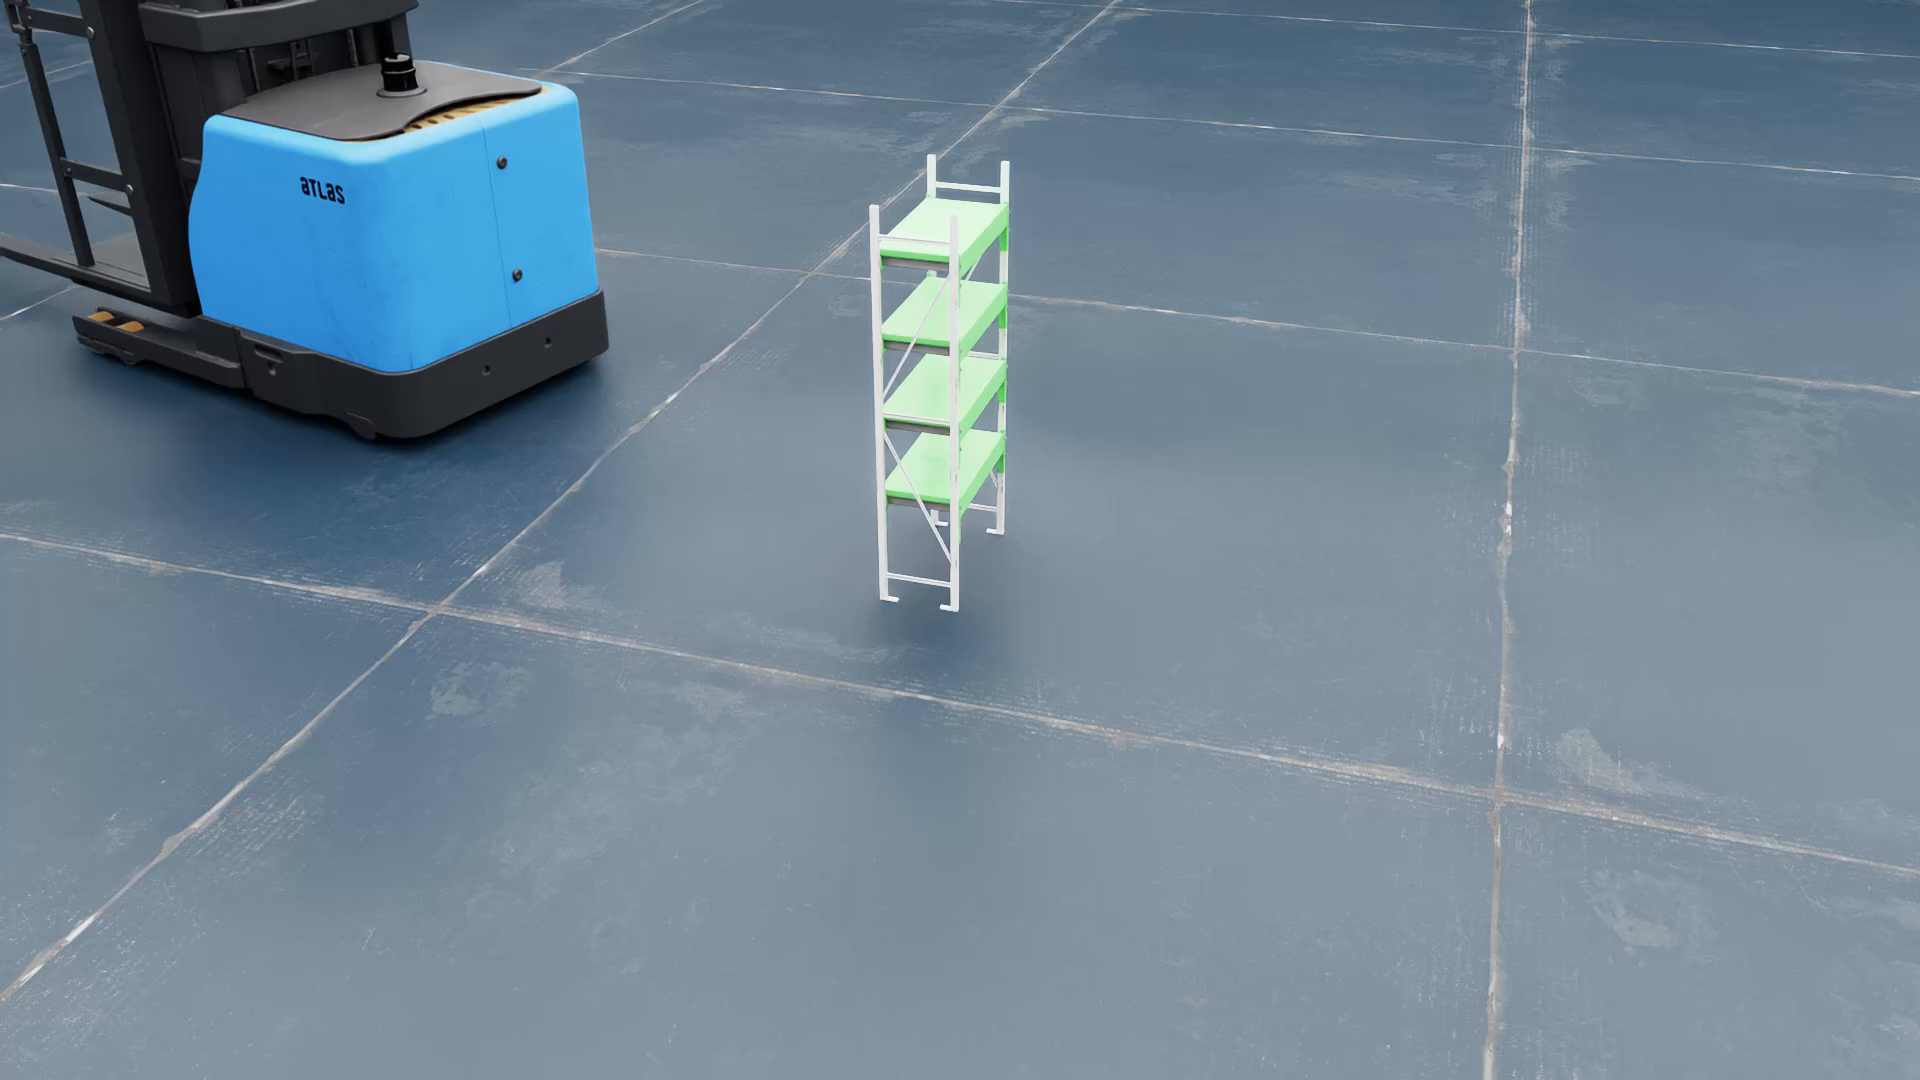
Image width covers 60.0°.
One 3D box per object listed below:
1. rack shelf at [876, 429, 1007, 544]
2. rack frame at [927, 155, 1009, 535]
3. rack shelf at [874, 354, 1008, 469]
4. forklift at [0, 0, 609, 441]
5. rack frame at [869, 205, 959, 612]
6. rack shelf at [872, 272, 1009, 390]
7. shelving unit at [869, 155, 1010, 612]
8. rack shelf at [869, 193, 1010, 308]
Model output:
[{"bbox_3d":[-0.049,-0.182,4.968,0.258,0.148,0.480,8,30,15],"label":"rack shelf"},{"bbox_3d":[0.023,-0.561,5.024,0.240,1.200,0.015,8,30,15],"label":"rack frame"},{"bbox_3d":[-0.049,-0.392,4.851,0.258,0.148,0.480,8,30,15],"label":"rack shelf"},{"bbox_3d":[-2.877,-2.159,6.116,3.031,2.935,1.130,17,33,28],"label":"forklift"},{"bbox_3d":[-0.120,-0.334,4.616,0.240,1.200,0.015,8,30,15],"label":"rack frame"},{"bbox_3d":[-0.049,-0.601,4.734,0.258,0.148,0.480,8,30,15],"label":"rack shelf"},{"bbox_3d":[-0.049,-0.447,4.820,0.258,1.200,0.503,8,30,15],"label":"shelving unit"},{"bbox_3d":[-0.049,-0.811,4.618,0.258,0.148,0.480,8,30,15],"label":"rack shelf"}]
